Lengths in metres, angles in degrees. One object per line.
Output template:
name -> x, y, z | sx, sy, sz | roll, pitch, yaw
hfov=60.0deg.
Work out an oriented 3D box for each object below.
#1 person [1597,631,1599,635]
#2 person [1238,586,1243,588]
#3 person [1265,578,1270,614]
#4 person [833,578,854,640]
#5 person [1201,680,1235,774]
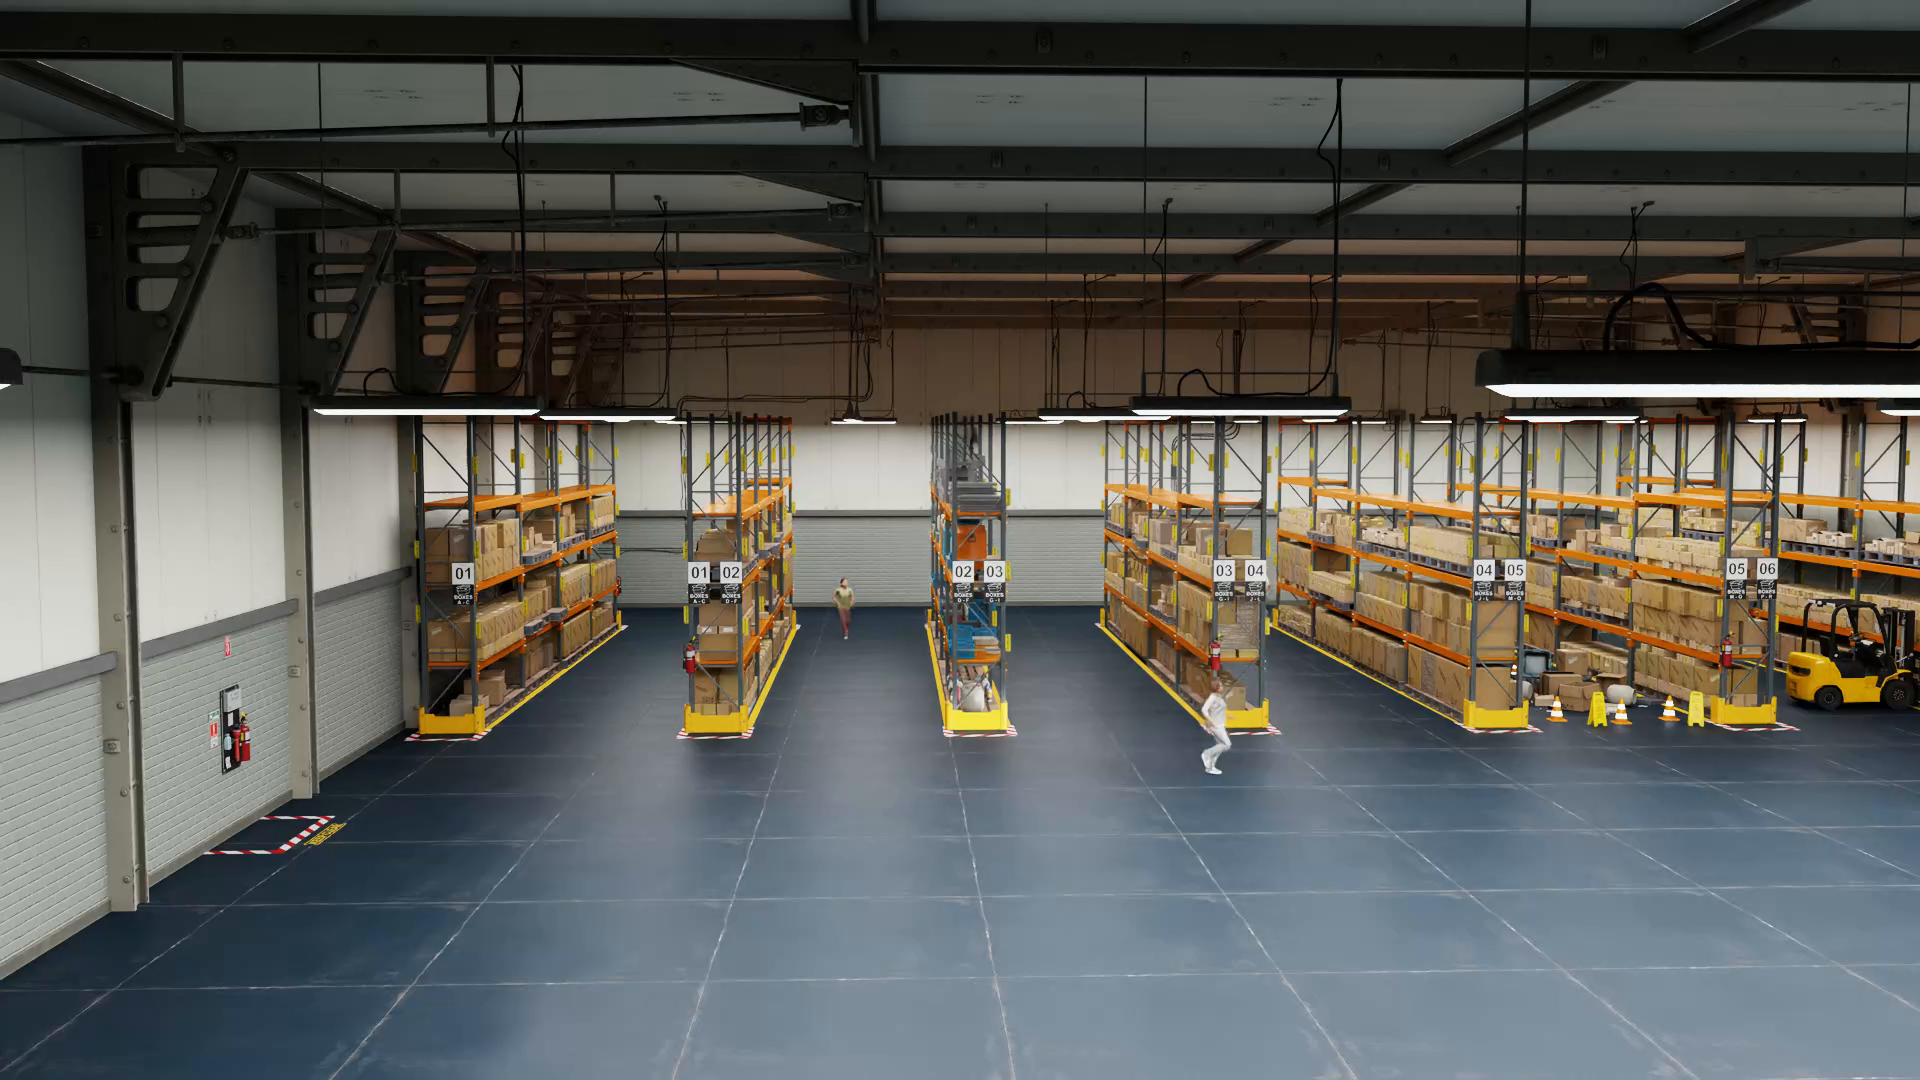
person -> 16.791, 1.878, 44.085 | 0.675, 1.687, 0.821 | -1, 4, -10
person -> 7.779, 1.585, 48.161 | 0.821, 1.729, 0.783 | -2, 5, -32
person -> 8.747, 1.617, 48.744 | 0.512, 1.617, 0.664 | -1, 4, -17
person -> -3.152, 1.860, 44.958 | 0.584, 1.640, 0.718 | -1, 4, -15
person -> 4.259, 3.081, 27.390 | 0.534, 1.558, 0.529 | 1, 4, 21
